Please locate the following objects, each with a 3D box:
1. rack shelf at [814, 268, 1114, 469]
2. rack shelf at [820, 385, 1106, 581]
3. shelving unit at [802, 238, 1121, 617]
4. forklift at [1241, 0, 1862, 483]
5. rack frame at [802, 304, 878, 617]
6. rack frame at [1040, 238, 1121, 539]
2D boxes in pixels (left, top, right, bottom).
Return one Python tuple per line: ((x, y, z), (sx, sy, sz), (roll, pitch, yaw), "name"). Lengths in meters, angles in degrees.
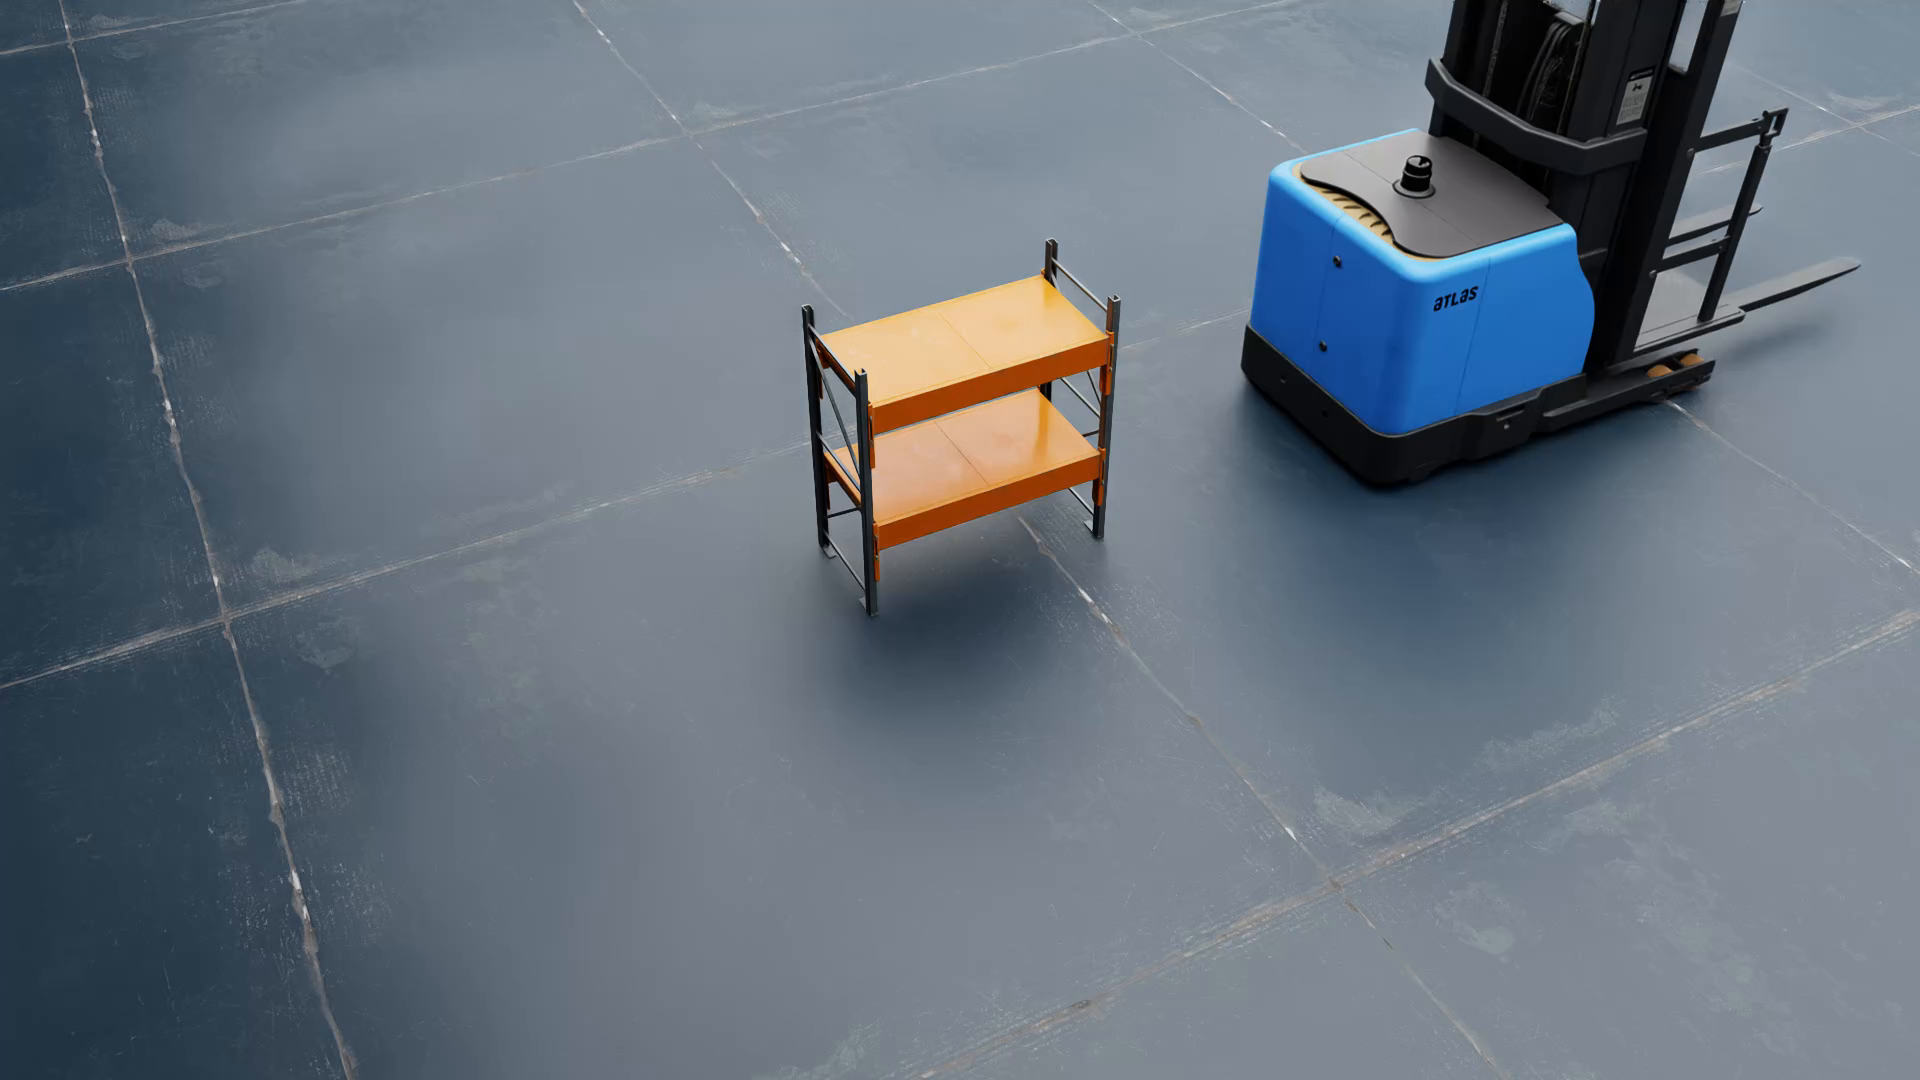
((0.006, -0.655, 6.200), (1.000, 0.278, 0.538), (-19, 44, -21), "rack shelf")
((0.006, -0.245, 6.547), (1.000, 0.278, 0.538), (-19, 44, -21), "rack shelf")
((0.006, -0.431, 6.389), (1.048, 1.125, 0.538), (-19, 44, -21), "shelving unit")
((2.828, -2.023, 6.872), (3.031, 2.935, 1.130), (-18, 44, -20), "forklift")
((-0.445, -0.280, 6.210), (0.032, 1.125, 0.500), (-19, 44, -21), "rack frame")
((0.457, -0.583, 6.568), (0.032, 1.125, 0.500), (-19, 44, -21), "rack frame")
